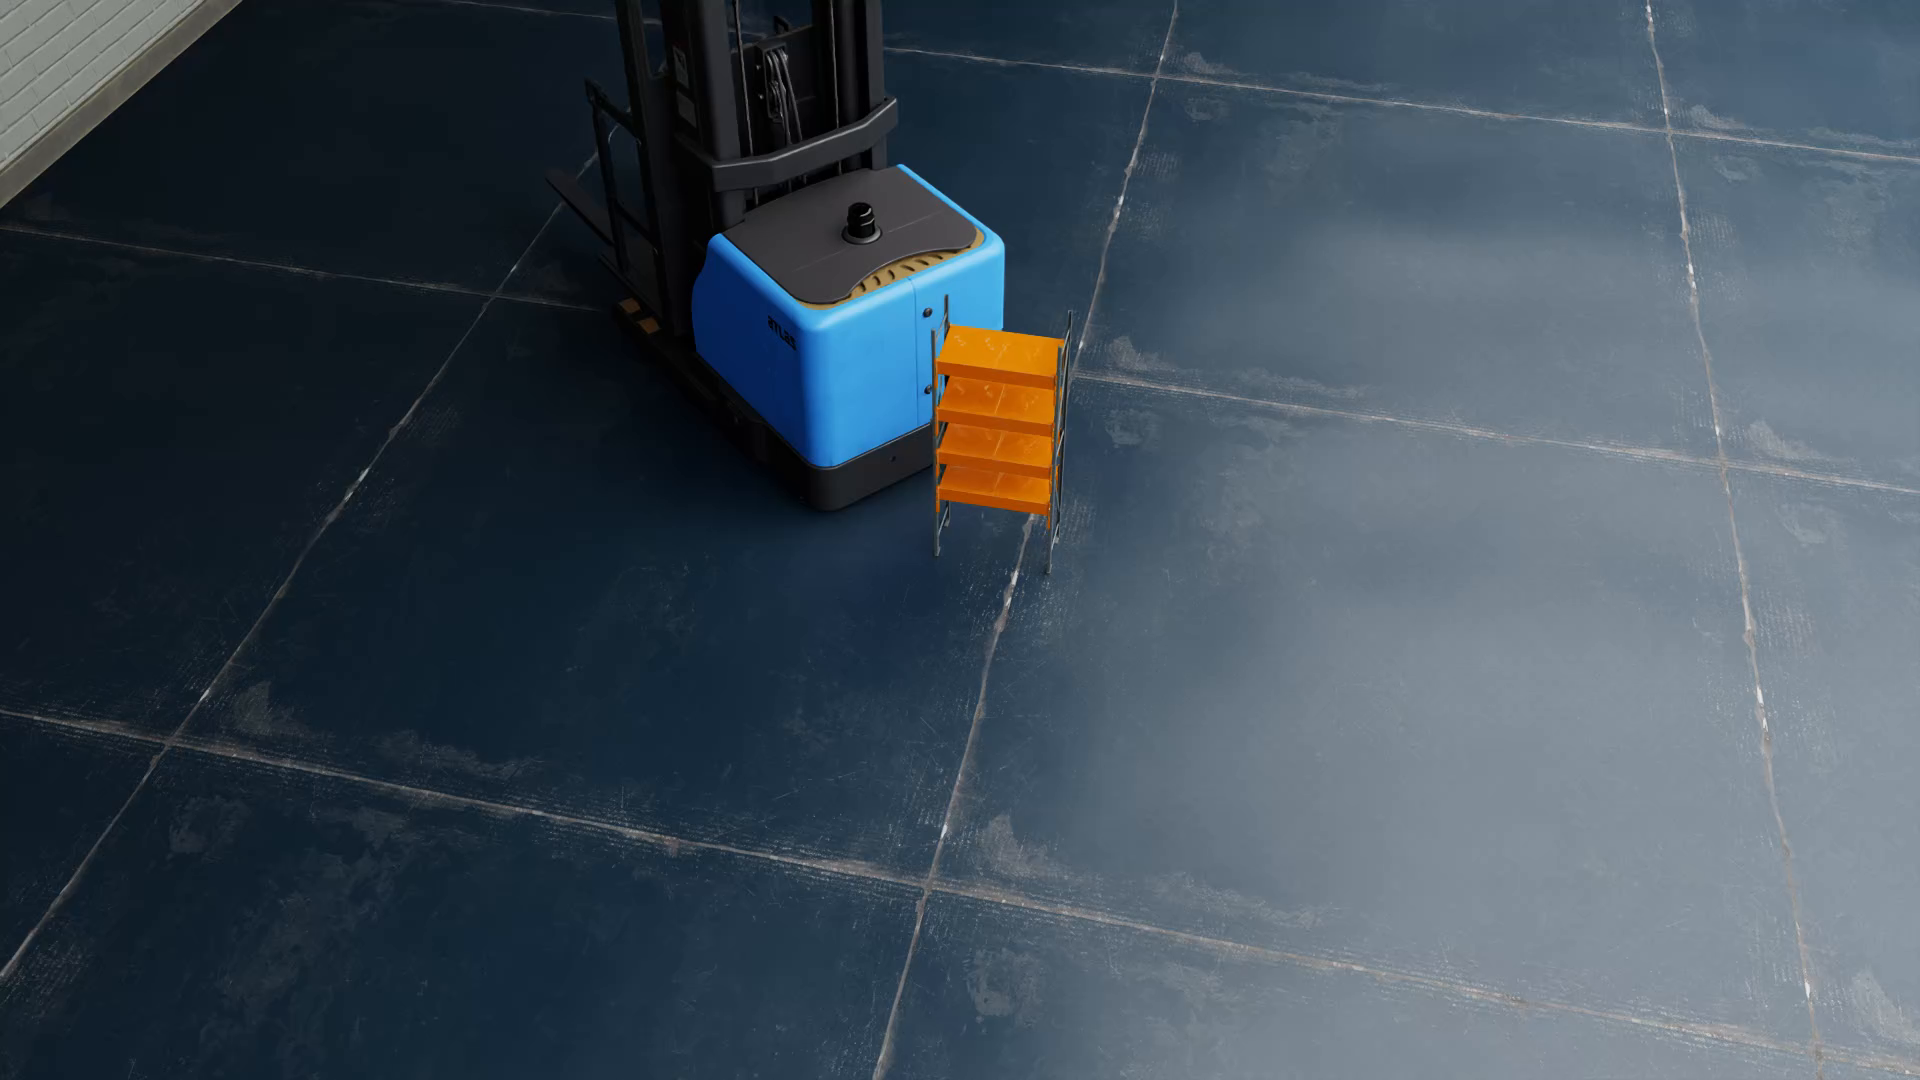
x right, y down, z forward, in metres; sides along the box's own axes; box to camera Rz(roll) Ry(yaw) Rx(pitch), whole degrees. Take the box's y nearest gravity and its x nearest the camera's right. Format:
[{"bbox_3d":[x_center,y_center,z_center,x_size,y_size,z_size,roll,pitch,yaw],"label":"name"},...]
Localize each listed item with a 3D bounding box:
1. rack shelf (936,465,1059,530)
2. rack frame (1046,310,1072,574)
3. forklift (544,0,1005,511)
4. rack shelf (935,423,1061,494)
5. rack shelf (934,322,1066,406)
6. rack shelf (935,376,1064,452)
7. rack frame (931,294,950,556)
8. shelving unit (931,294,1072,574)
[{"bbox_3d":[0.162,-0.216,6.952,0.480,0.148,0.258,9,45,9],"label":"rack shelf"},{"bbox_3d":[0.400,-0.370,6.730,0.015,1.200,0.240,9,45,9],"label":"rack frame"},{"bbox_3d":[-1.072,-2.163,7.344,1.130,2.935,3.031,-27,50,-25],"label":"forklift"},{"bbox_3d":[0.162,-0.359,6.815,0.480,0.148,0.258,9,45,9],"label":"rack shelf"},{"bbox_3d":[0.162,-0.690,6.495,0.480,0.148,0.258,9,45,9],"label":"rack shelf"},{"bbox_3d":[0.162,-0.520,6.659,0.480,0.148,0.258,9,45,9],"label":"rack shelf"},{"bbox_3d":[-0.077,-0.444,6.806,0.015,1.200,0.240,9,45,9],"label":"rack frame"},{"bbox_3d":[0.162,-0.407,6.768,0.503,1.200,0.258,9,45,9],"label":"shelving unit"}]
